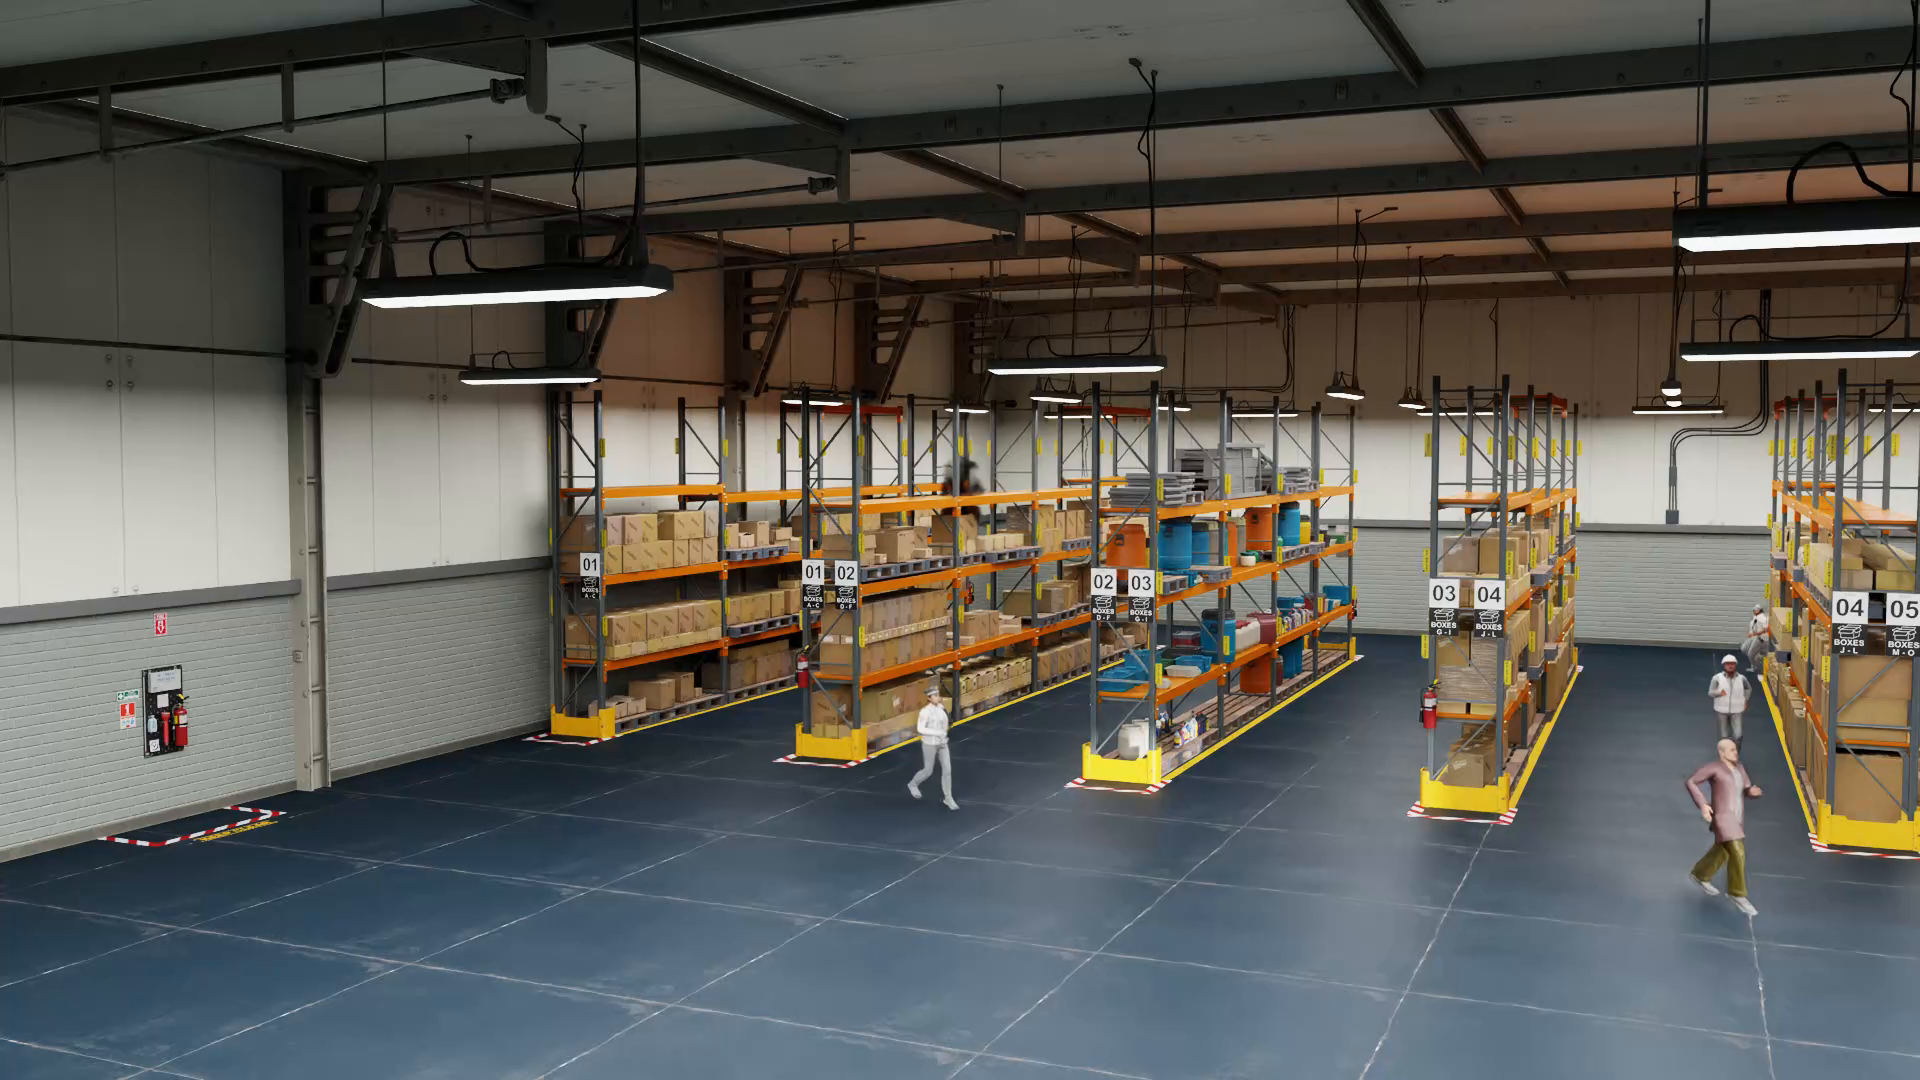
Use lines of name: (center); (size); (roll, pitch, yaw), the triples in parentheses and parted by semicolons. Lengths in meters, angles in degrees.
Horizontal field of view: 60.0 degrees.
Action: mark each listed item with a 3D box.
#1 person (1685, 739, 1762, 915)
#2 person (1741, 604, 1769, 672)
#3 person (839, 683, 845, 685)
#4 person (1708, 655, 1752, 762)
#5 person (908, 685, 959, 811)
person: (8.376, 3.198, 18.227); (0.677, 1.628, 0.909); (-2, 4, -33)
person: (17.698, 2.185, 36.962); (0.514, 1.555, 0.742); (0, 3, 8)
person: (-2.118, 2.351, 32.228); (0.661, 1.735, 0.589); (1, 3, 13)
person: (11.967, 2.693, 25.852); (0.637, 1.814, 0.711); (1, 3, 22)
person: (-0.365, 2.870, 23.209); (0.624, 1.714, 0.923); (-3, 4, -43)
